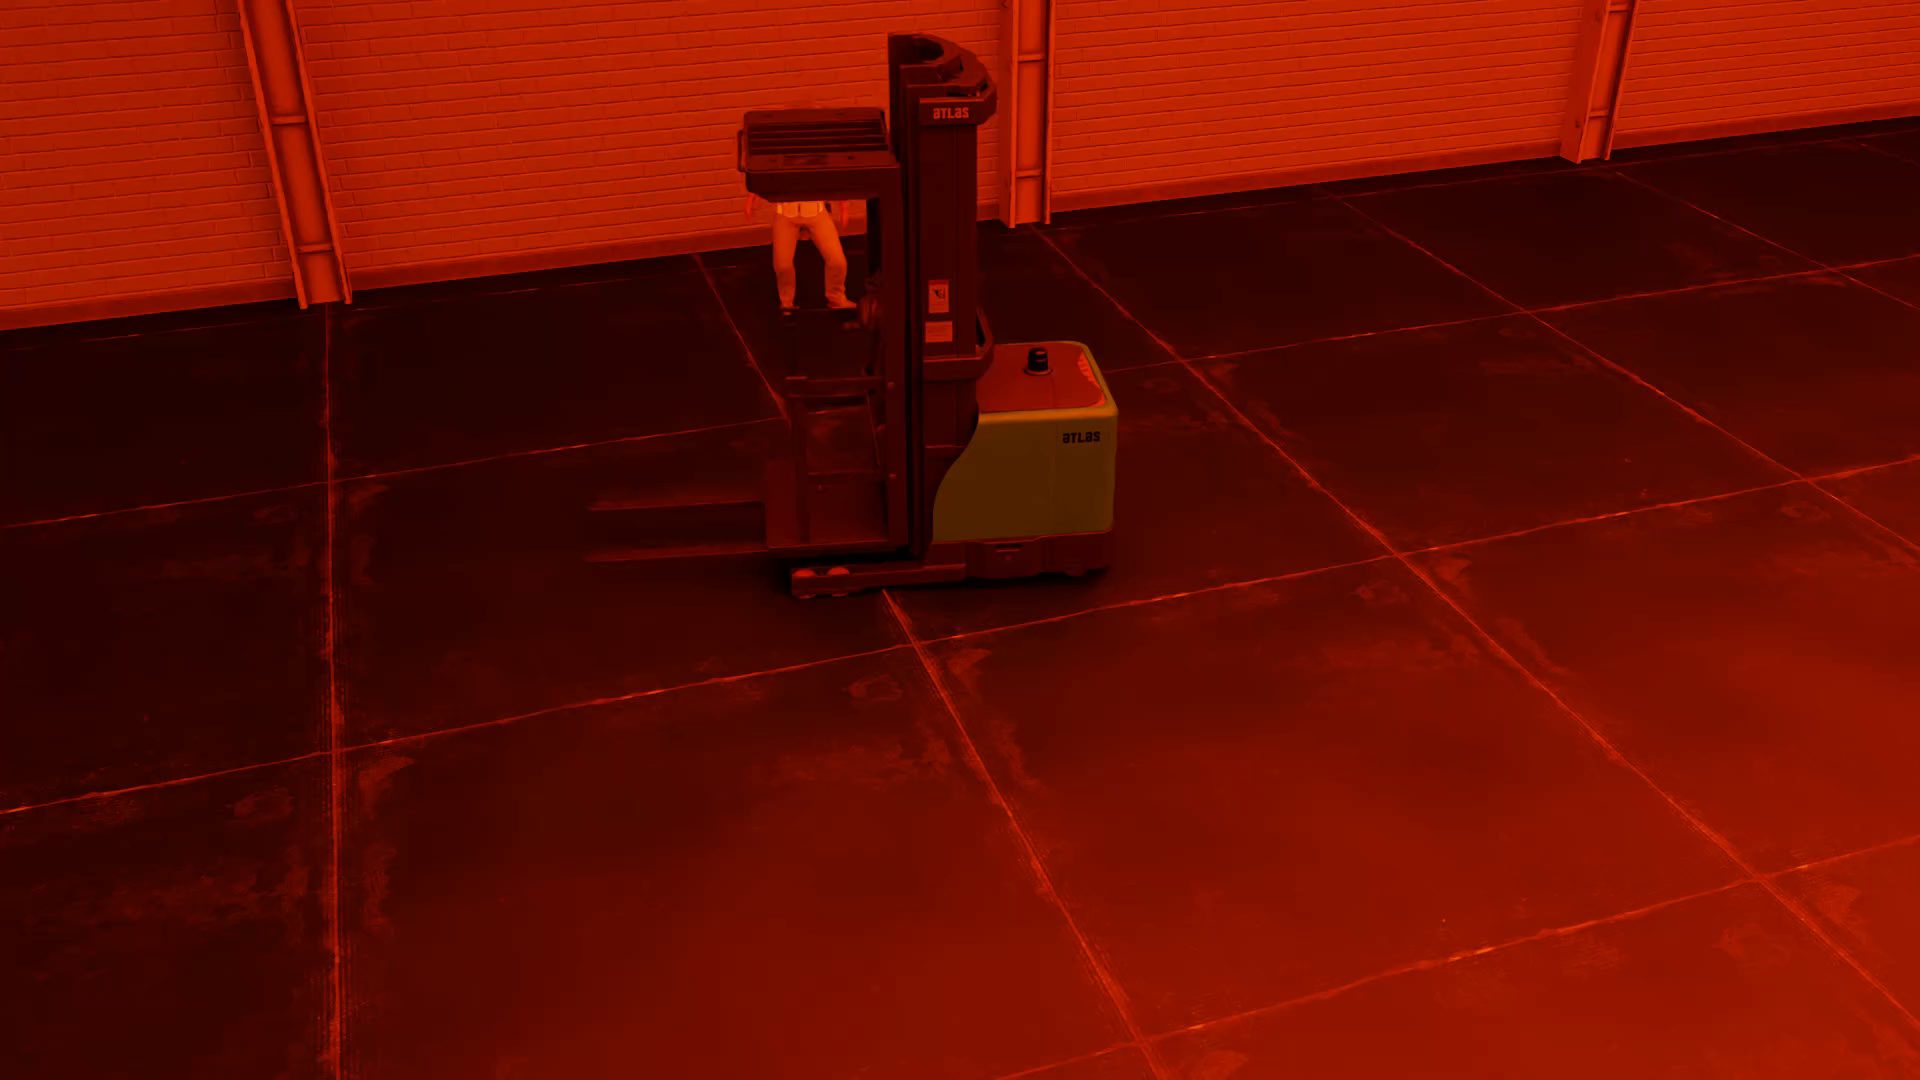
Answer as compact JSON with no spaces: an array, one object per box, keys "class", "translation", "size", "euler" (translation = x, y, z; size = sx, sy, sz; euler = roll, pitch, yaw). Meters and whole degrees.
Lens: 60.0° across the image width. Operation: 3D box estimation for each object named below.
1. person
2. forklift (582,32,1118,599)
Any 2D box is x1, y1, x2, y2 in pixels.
[{"class":"person","translation":[-1.213,-2.526,12.768],"size":[0.896,1.731,0.461],"euler":[-1,30,-2]},{"class":"forklift","translation":[-0.666,-1.214,9.198],"size":[3.031,2.935,1.130],"euler":[-4,30,-6]}]
